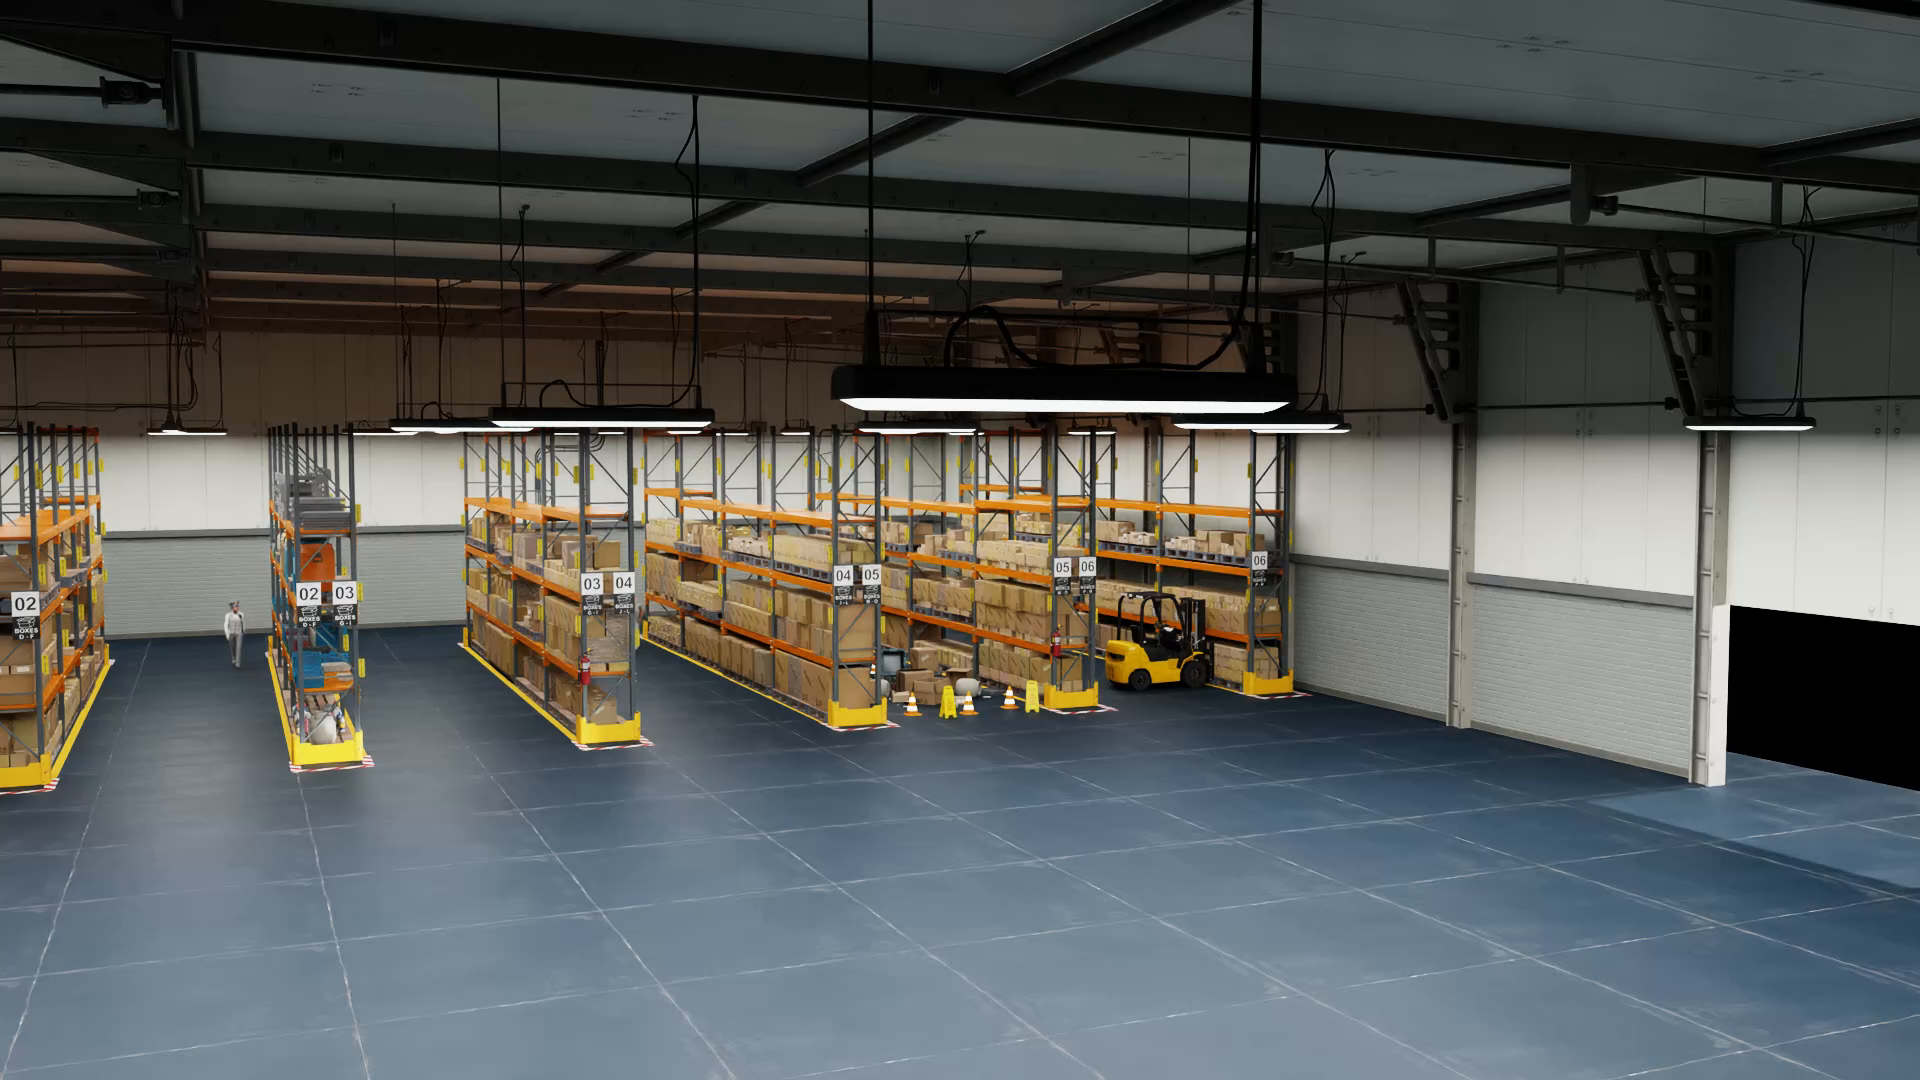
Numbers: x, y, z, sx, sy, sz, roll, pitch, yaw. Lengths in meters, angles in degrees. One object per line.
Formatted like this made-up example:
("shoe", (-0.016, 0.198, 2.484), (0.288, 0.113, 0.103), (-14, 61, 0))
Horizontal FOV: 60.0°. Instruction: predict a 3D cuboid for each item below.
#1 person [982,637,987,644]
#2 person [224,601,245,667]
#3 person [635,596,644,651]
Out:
("person", (0.748, 2.173, 45.304), (0.372, 1.596, 0.446), (2, 4, 35))
("person", (-18.194, 2.340, 41.680), (0.464, 1.617, 1.028), (-1, 4, -20))
("person", (-8.699, 2.231, 44.295), (0.543, 1.581, 0.703), (-1, 4, -11))
